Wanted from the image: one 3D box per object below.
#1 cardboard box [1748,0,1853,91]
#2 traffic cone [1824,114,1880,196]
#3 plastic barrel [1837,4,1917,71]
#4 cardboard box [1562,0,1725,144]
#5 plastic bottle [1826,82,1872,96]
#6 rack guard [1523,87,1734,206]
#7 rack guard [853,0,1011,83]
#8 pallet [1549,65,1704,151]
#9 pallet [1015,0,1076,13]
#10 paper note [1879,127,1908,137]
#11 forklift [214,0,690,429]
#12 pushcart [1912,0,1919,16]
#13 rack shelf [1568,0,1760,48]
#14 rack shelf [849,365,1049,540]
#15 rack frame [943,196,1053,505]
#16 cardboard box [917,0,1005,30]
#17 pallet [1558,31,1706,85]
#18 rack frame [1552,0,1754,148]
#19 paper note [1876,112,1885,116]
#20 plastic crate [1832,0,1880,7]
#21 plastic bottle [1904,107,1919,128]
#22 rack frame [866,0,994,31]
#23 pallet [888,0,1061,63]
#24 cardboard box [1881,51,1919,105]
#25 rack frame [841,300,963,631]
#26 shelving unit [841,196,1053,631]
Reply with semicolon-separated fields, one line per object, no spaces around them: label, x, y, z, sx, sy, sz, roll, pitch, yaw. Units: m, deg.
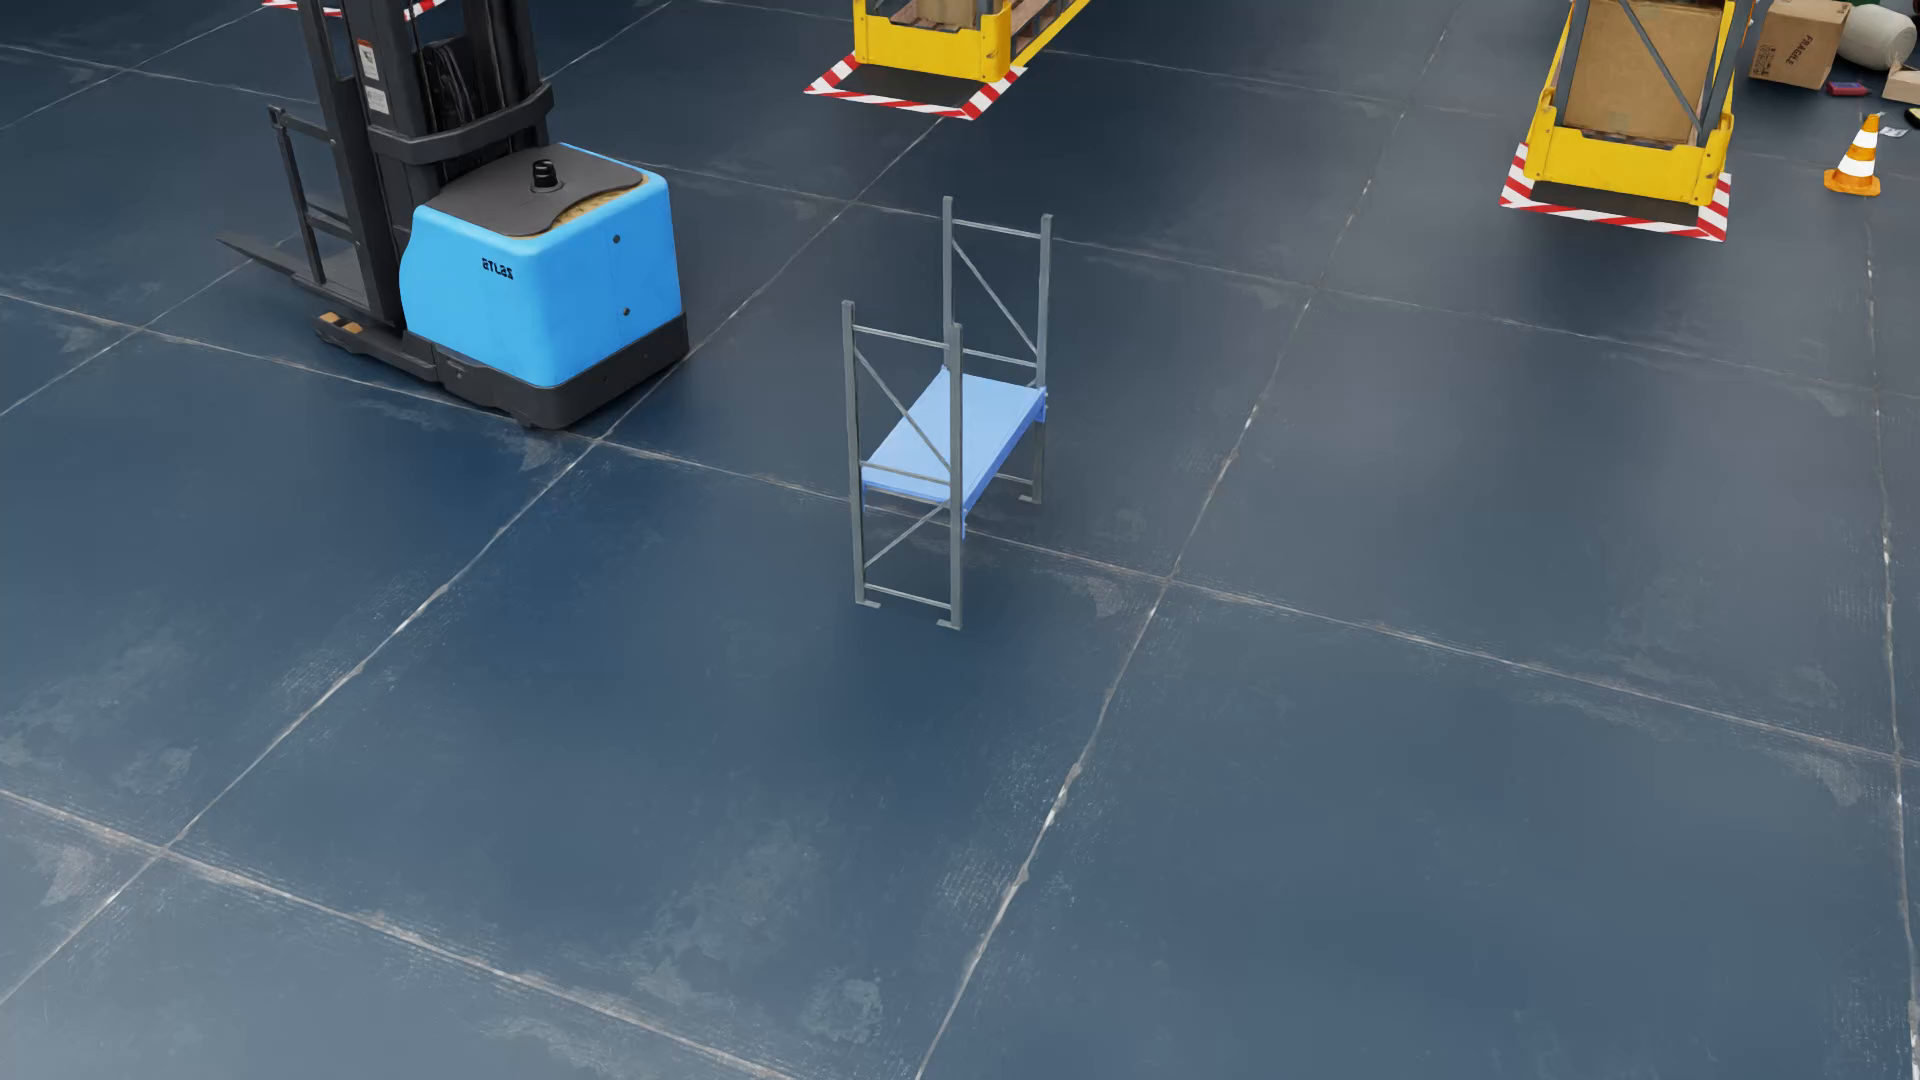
cardboard box;6.190;-3.681;12.255;0.500;0.500;0.500;21;42;25
traffic cone;5.825;-2.514;10.727;0.336;0.463;0.334;14;39;18
plastic barrel;6.819;-3.765;12.434;0.421;0.421;0.512;-17;40;-22
cardboard box;4.507;-3.268;11.040;0.875;0.875;0.875;14;39;18
plastic bottle;6.463;-3.276;12.082;0.283;0.061;0.133;1;37;2
rack guard;4.301;-2.545;10.738;1.175;0.500;0.348;14;39;18
rack guard;-0.210;-3.787;12.398;1.175;0.500;0.348;14;39;18
pallet;4.542;-2.903;11.458;1.003;0.211;1.213;14;39;18
pallet;0.598;-4.786;13.976;1.003;0.211;1.213;14;39;18
paper note;6.461;-2.828;11.510;0.144;0.017;0.142;29;45;33
forklift;-2.963;-2.430;8.553;3.031;2.935;1.130;23;42;28
pushcart;8.320;-4.144;12.979;1.648;0.377;0.936;1;37;2
rack shelf;5.071;-4.379;11.704;1.077;0.370;4.000;14;39;18
rack shelf;-0.032;-0.409;7.345;0.538;0.185;1.000;14;39;18
rack frame;0.161;-0.835;7.614;0.500;1.500;0.032;14;39;18
cardboard box;0.014;-4.255;12.674;0.500;0.500;0.500;21;42;26
pallet;5.007;-3.577;12.359;1.003;0.211;1.213;14;39;18
rack frame;4.310;-3.560;10.007;1.000;3.000;0.127;14;39;18
paper note;6.508;-3.013;11.772;0.123;0.001;0.032;-25;43;-29
plastic crate;6.977;-4.277;13.267;0.662;0.188;0.450;-25;33;-29
plastic bottle;6.729;-2.974;11.678;0.133;0.061;0.283;1;37;2
rack frame;-0.239;-4.746;11.594;1.000;3.000;0.127;14;39;18
pallet;0.132;-4.113;13.076;1.003;0.211;1.213;14;39;18
cardboard box;6.881;-3.308;11.954;0.396;0.266;0.258;21;42;25
rack frame;-0.226;-0.272;6.861;0.500;1.500;0.032;14;39;18
shelving unit;-0.032;-0.553;7.238;0.538;1.500;1.048;14;39;18
